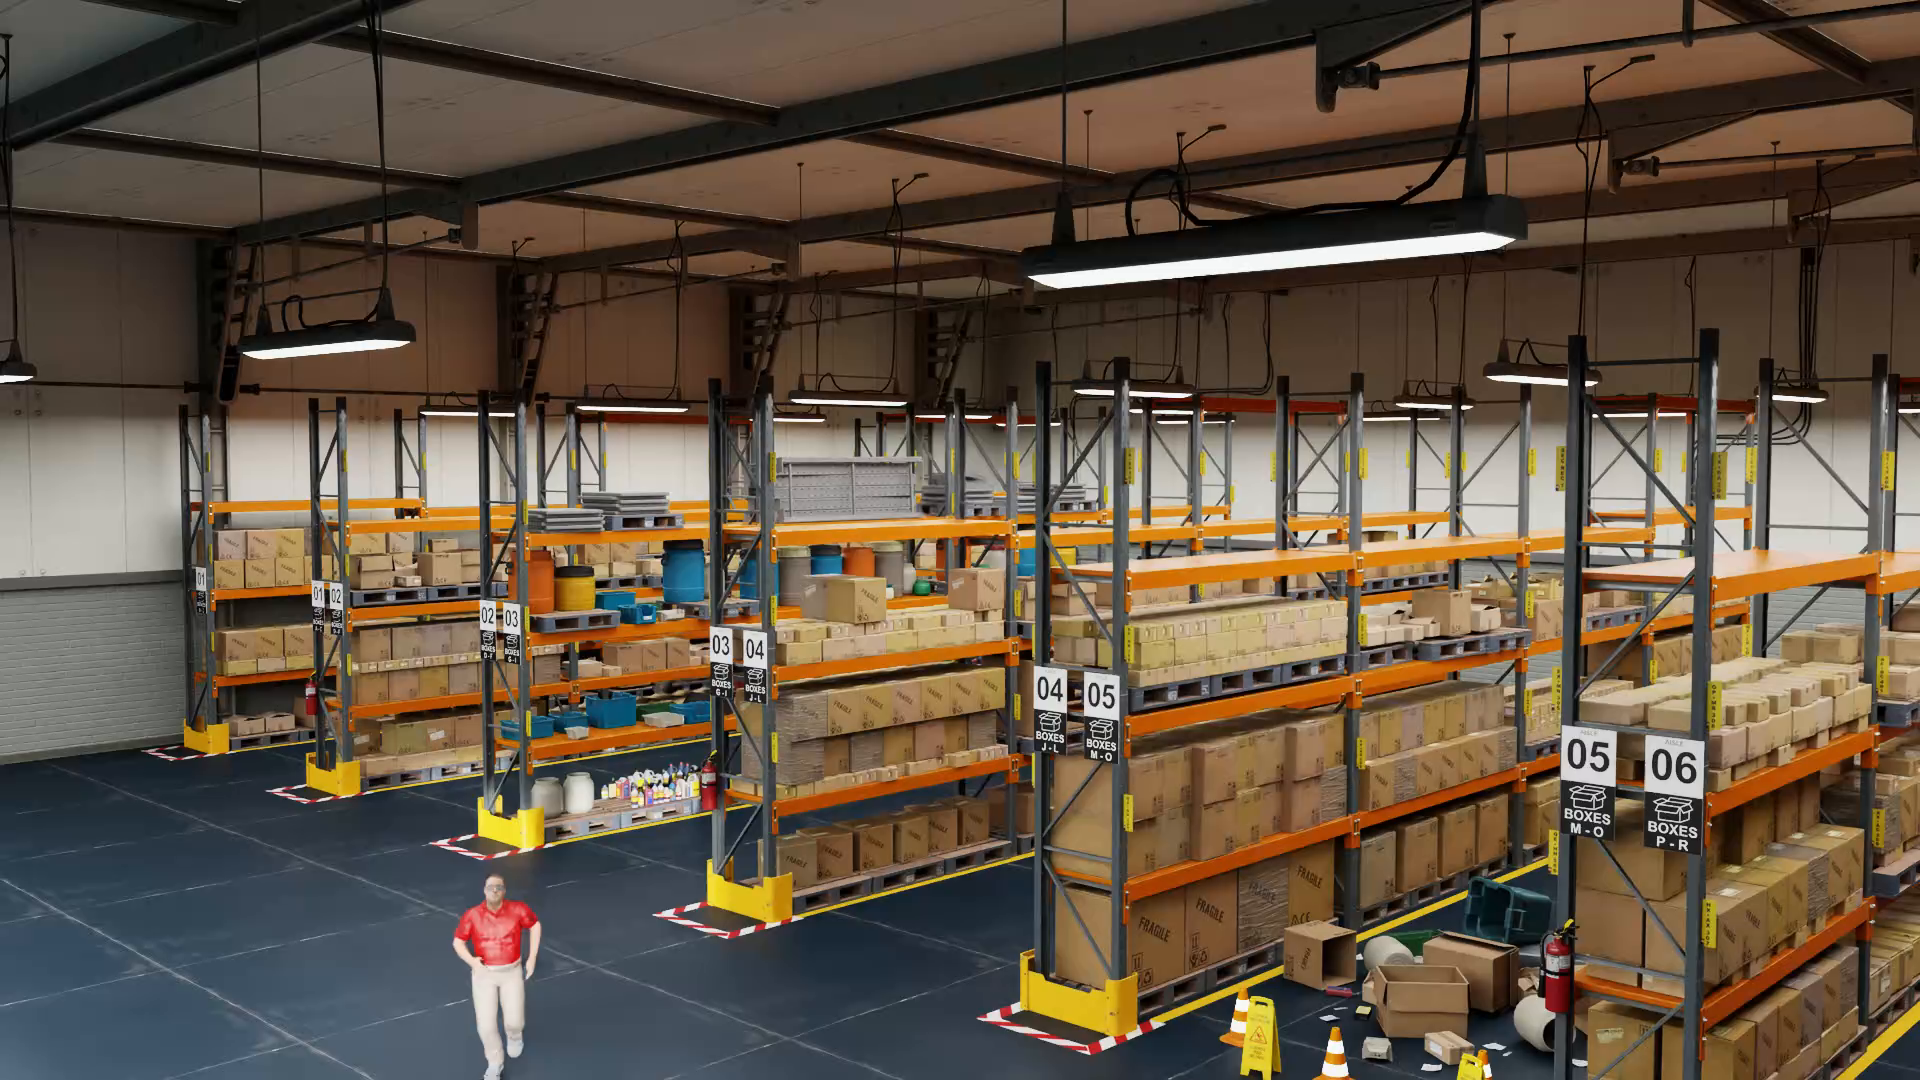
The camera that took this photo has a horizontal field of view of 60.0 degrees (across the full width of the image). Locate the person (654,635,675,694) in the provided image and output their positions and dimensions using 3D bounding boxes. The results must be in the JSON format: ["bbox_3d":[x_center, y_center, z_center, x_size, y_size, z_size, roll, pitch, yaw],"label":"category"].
[{"bbox_3d":[-5.665,2.658,32.010,0.595,1.673,0.571,-3,4,-42],"label":"person"}]

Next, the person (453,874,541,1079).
[{"bbox_3d":[-3.810,3.600,13.709,0.705,1.692,0.611,-1,3,-15],"label":"person"}]
